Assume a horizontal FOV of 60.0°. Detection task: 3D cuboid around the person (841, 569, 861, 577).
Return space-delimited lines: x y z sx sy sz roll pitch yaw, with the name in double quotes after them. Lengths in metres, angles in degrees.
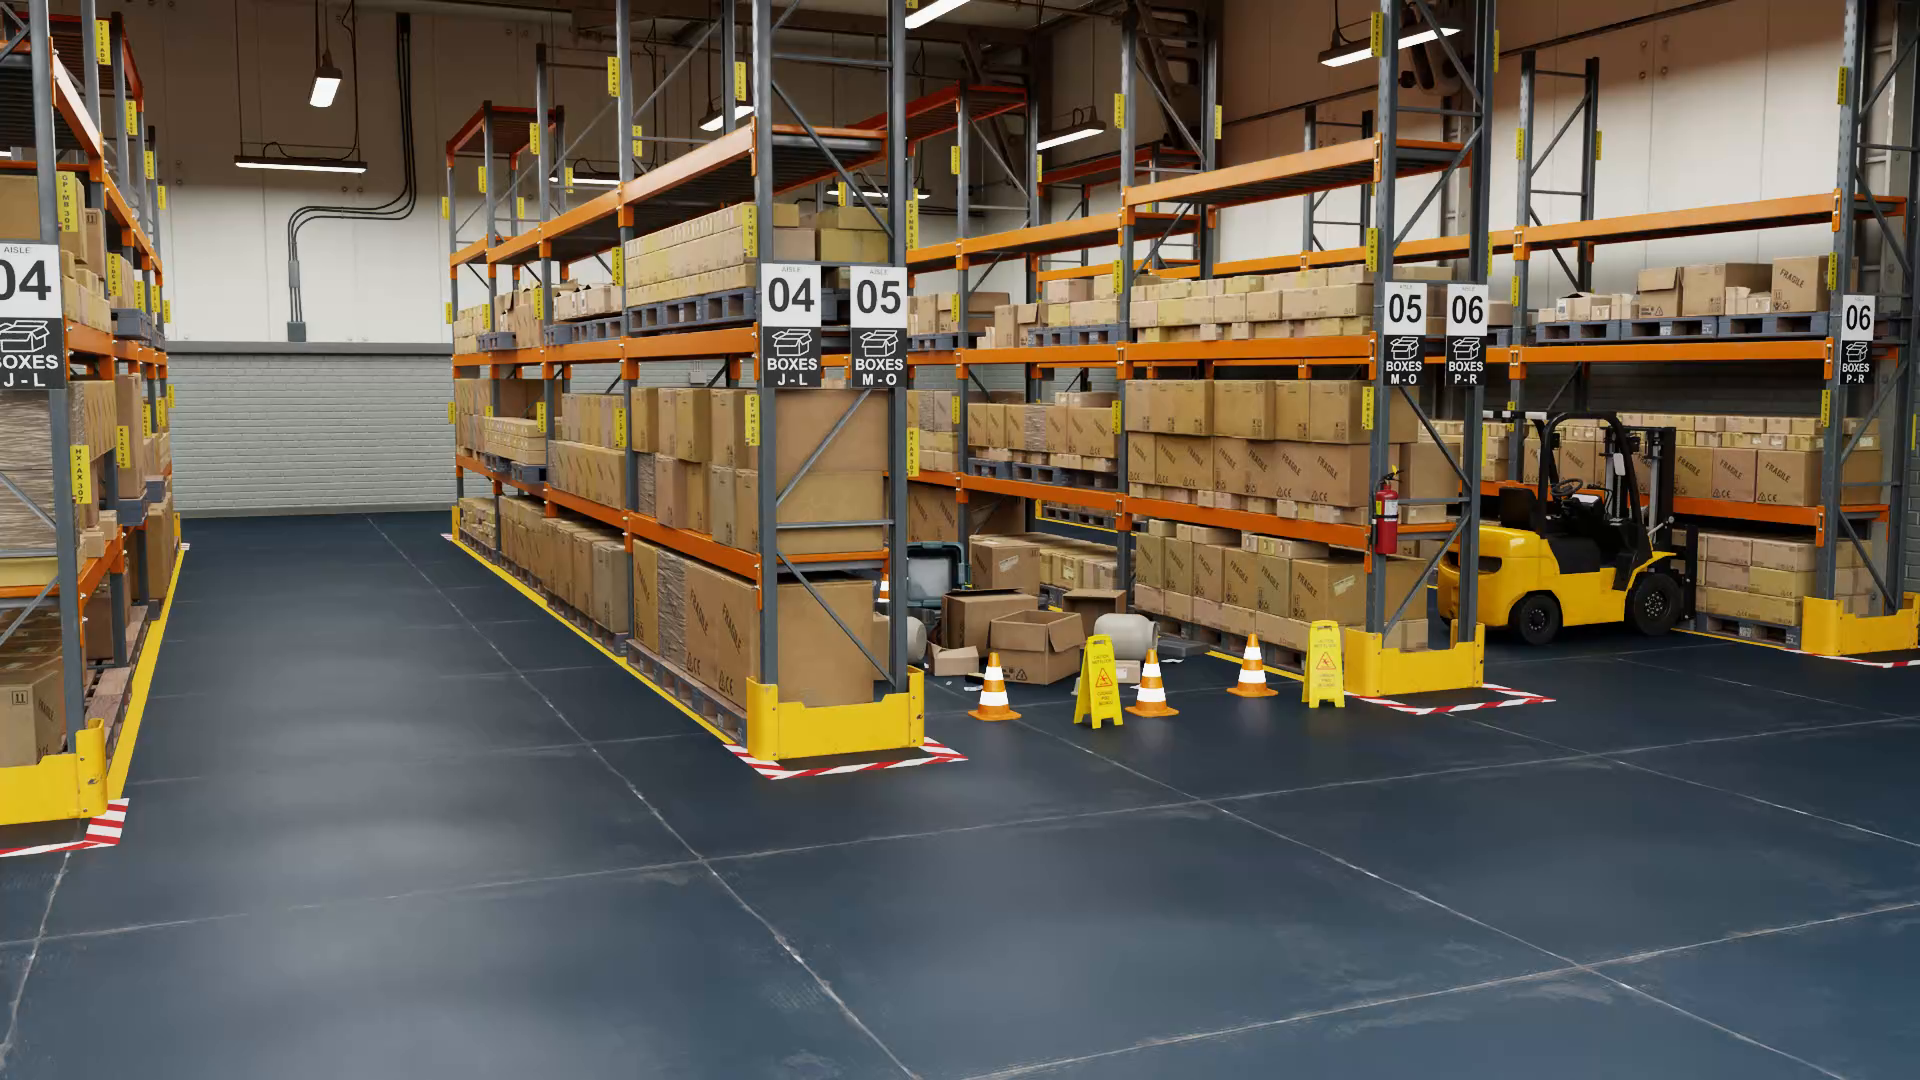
-1.298 -0.105 18.495 0.406 1.606 0.320 -2 6 -22 "person"
